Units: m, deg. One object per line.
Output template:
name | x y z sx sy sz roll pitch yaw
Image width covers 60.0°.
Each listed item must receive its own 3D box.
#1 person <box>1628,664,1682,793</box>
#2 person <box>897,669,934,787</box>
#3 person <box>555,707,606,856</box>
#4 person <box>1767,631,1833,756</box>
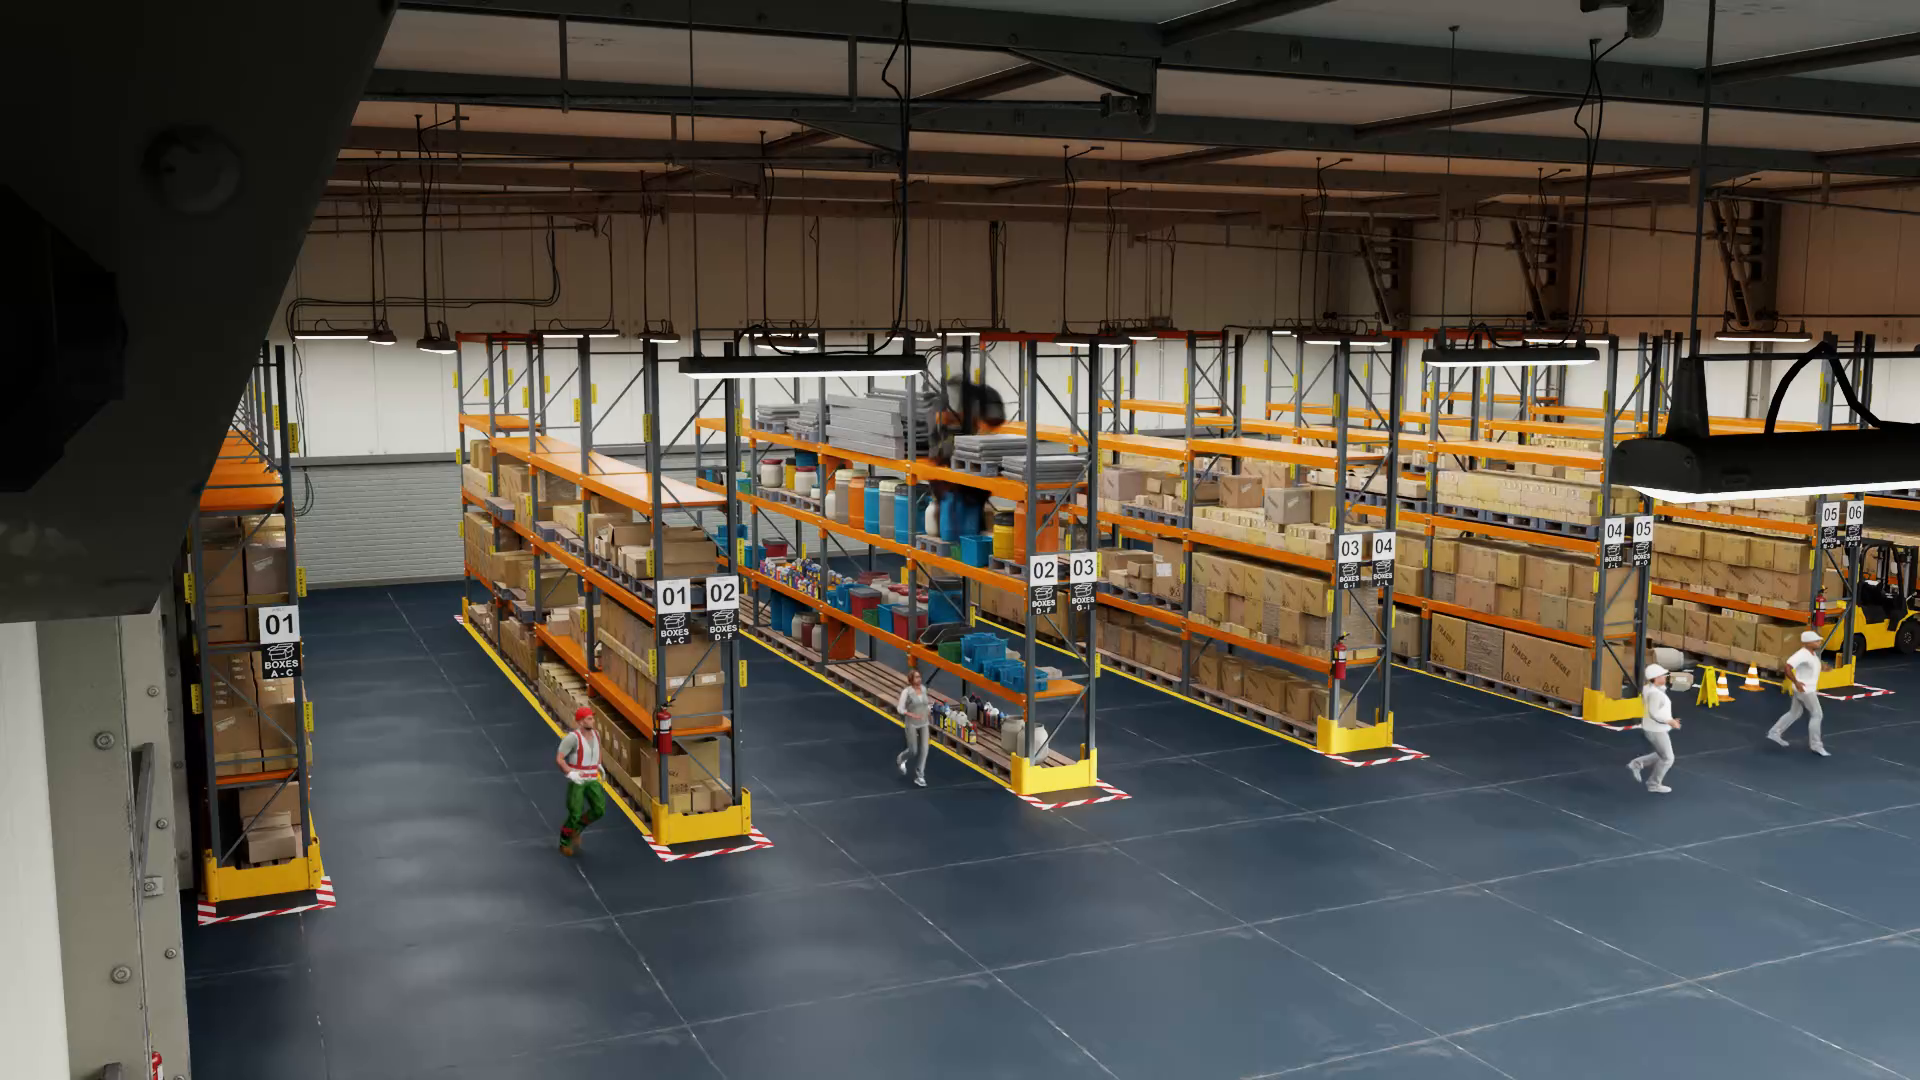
person | 9.256 2.503 22.135 0.609 1.722 0.655 2 8 16
person | -0.614 2.525 22.598 0.544 1.564 0.675 -5 9 -30
person | -4.413 2.836 19.659 0.523 1.726 0.724 6 10 39
person | 12.257 2.208 24.190 0.852 1.816 0.670 3 8 23
